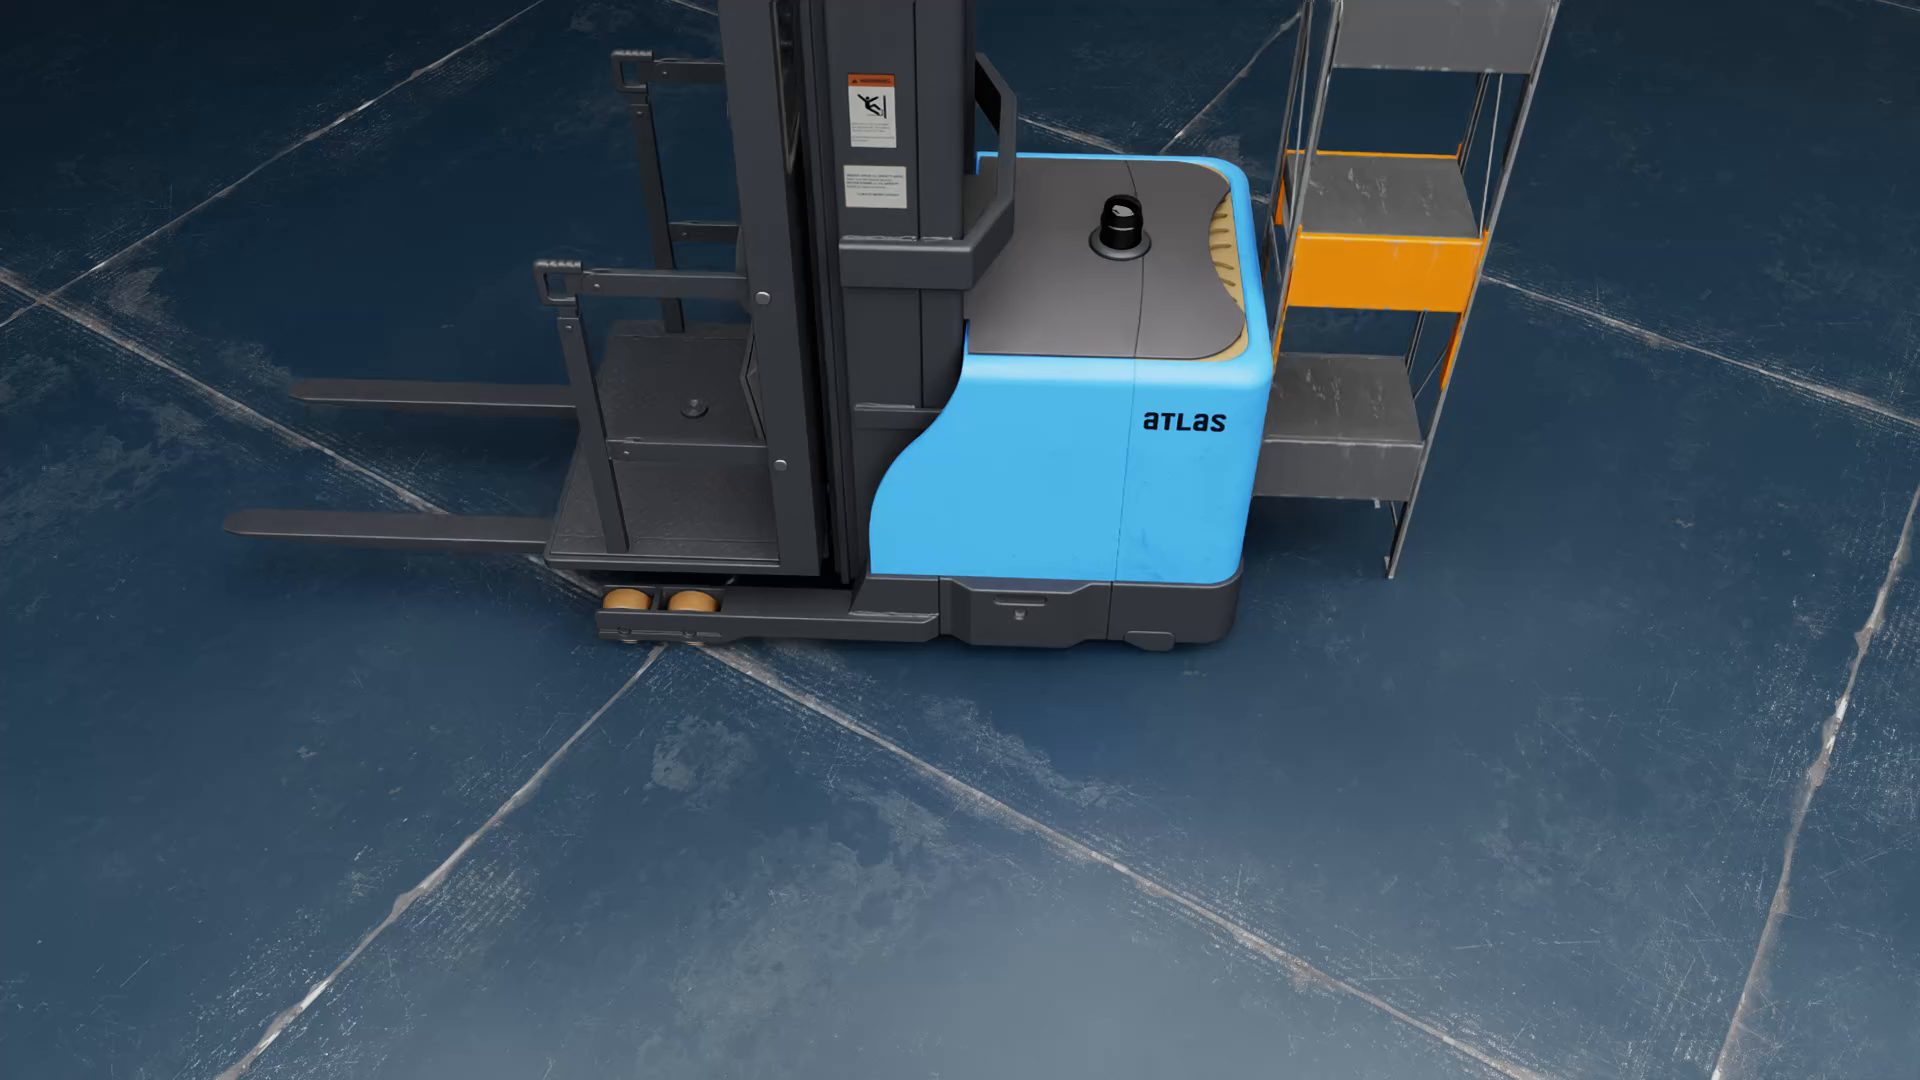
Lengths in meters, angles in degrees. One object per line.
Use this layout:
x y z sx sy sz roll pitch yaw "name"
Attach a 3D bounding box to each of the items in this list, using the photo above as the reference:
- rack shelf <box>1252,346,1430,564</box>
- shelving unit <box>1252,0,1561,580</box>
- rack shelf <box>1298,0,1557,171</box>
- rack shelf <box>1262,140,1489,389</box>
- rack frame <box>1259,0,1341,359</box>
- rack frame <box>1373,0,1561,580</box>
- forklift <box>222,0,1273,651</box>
1.096 -0.264 5.034 0.480 0.518 0.431 2 46 1 "rack shelf"
1.104 -0.761 4.522 0.503 2.100 0.431 2 46 1 "shelving unit"
1.111 -1.240 4.030 0.480 0.518 0.431 2 46 1 "rack shelf"
1.103 -0.752 4.532 0.480 0.518 0.431 2 46 1 "rack shelf"
0.860 -0.771 4.528 0.015 2.100 0.400 2 46 1 "rack frame"
1.347 -0.752 4.516 0.015 2.100 0.400 2 46 1 "rack frame"
-0.683 -1.091 4.266 3.031 2.935 1.130 2 46 2 "forklift"
